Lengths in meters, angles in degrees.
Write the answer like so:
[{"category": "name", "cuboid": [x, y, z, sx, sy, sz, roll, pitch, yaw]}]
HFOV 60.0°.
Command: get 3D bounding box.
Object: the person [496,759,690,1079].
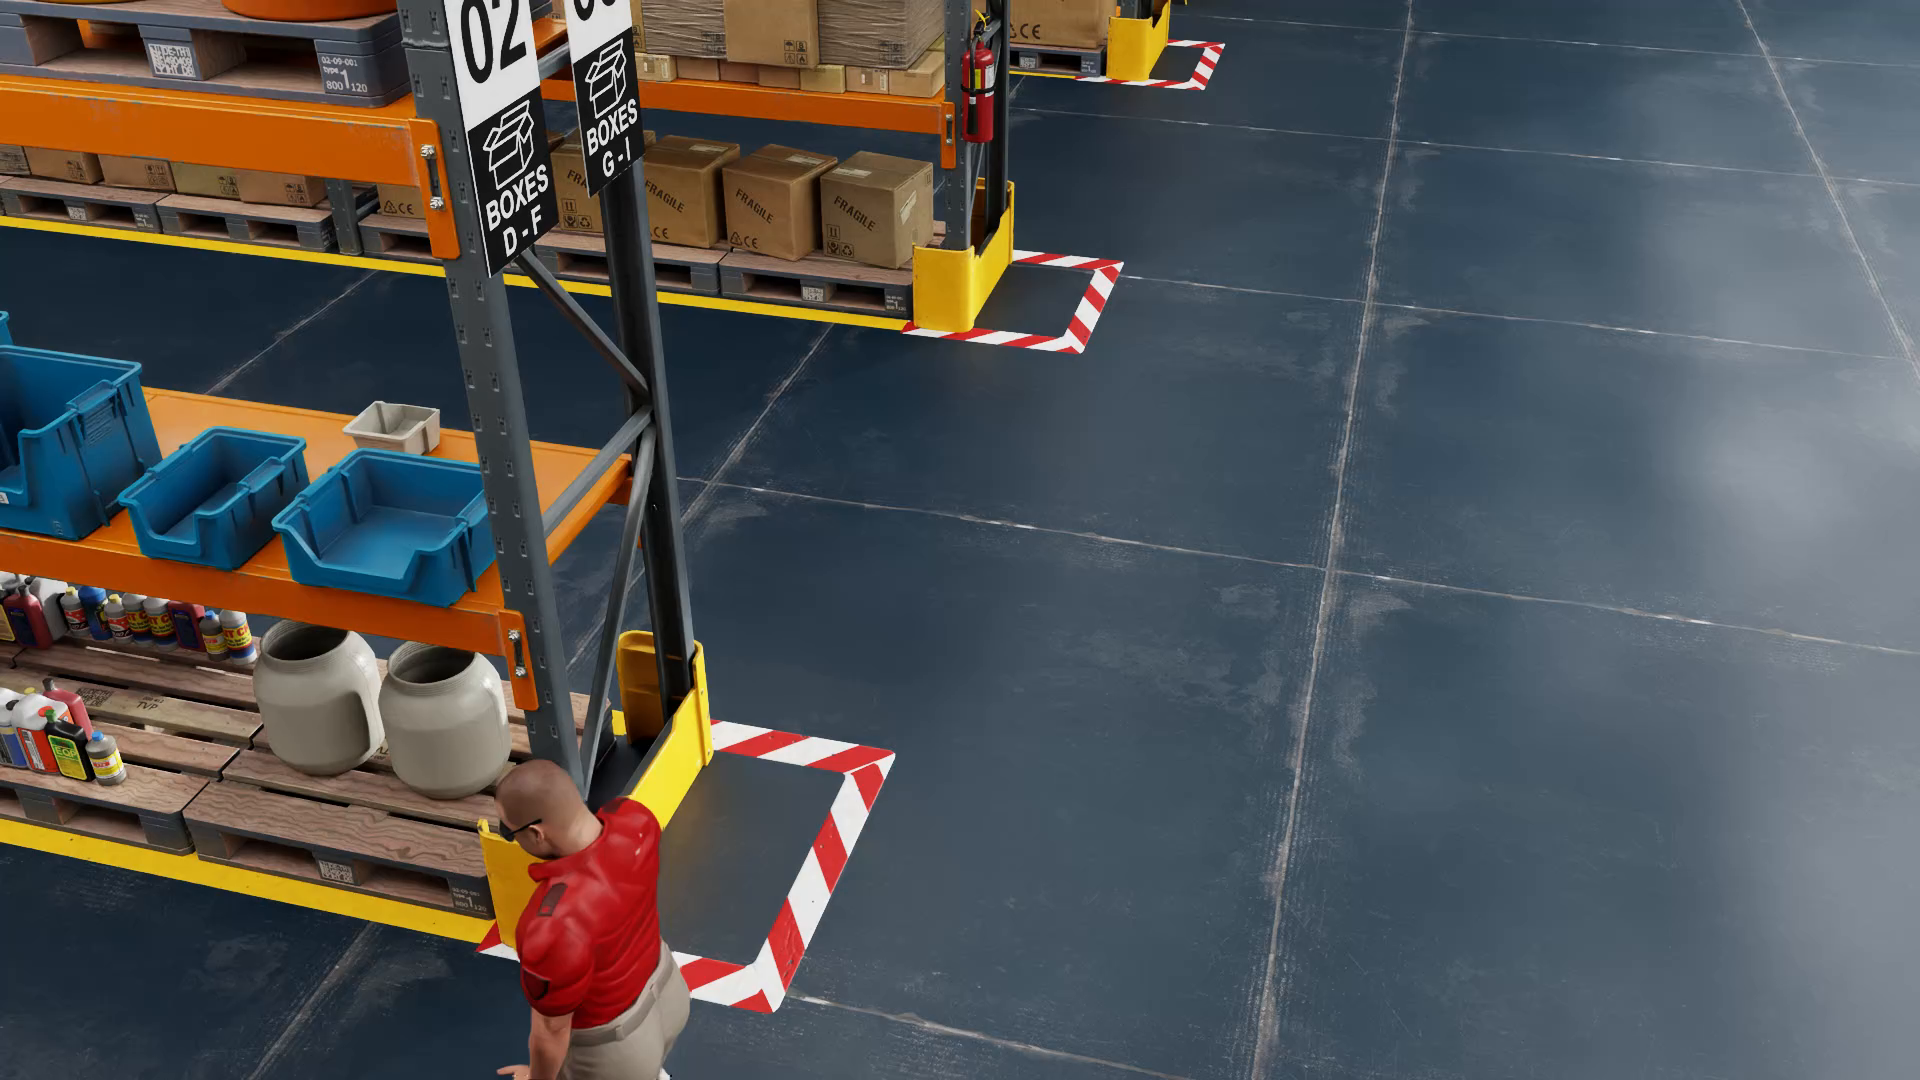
[{"category": "person", "cuboid": [-0.915, 1.246, 4.241, 0.377, 1.704, 0.544, 9, 34, 13]}]
